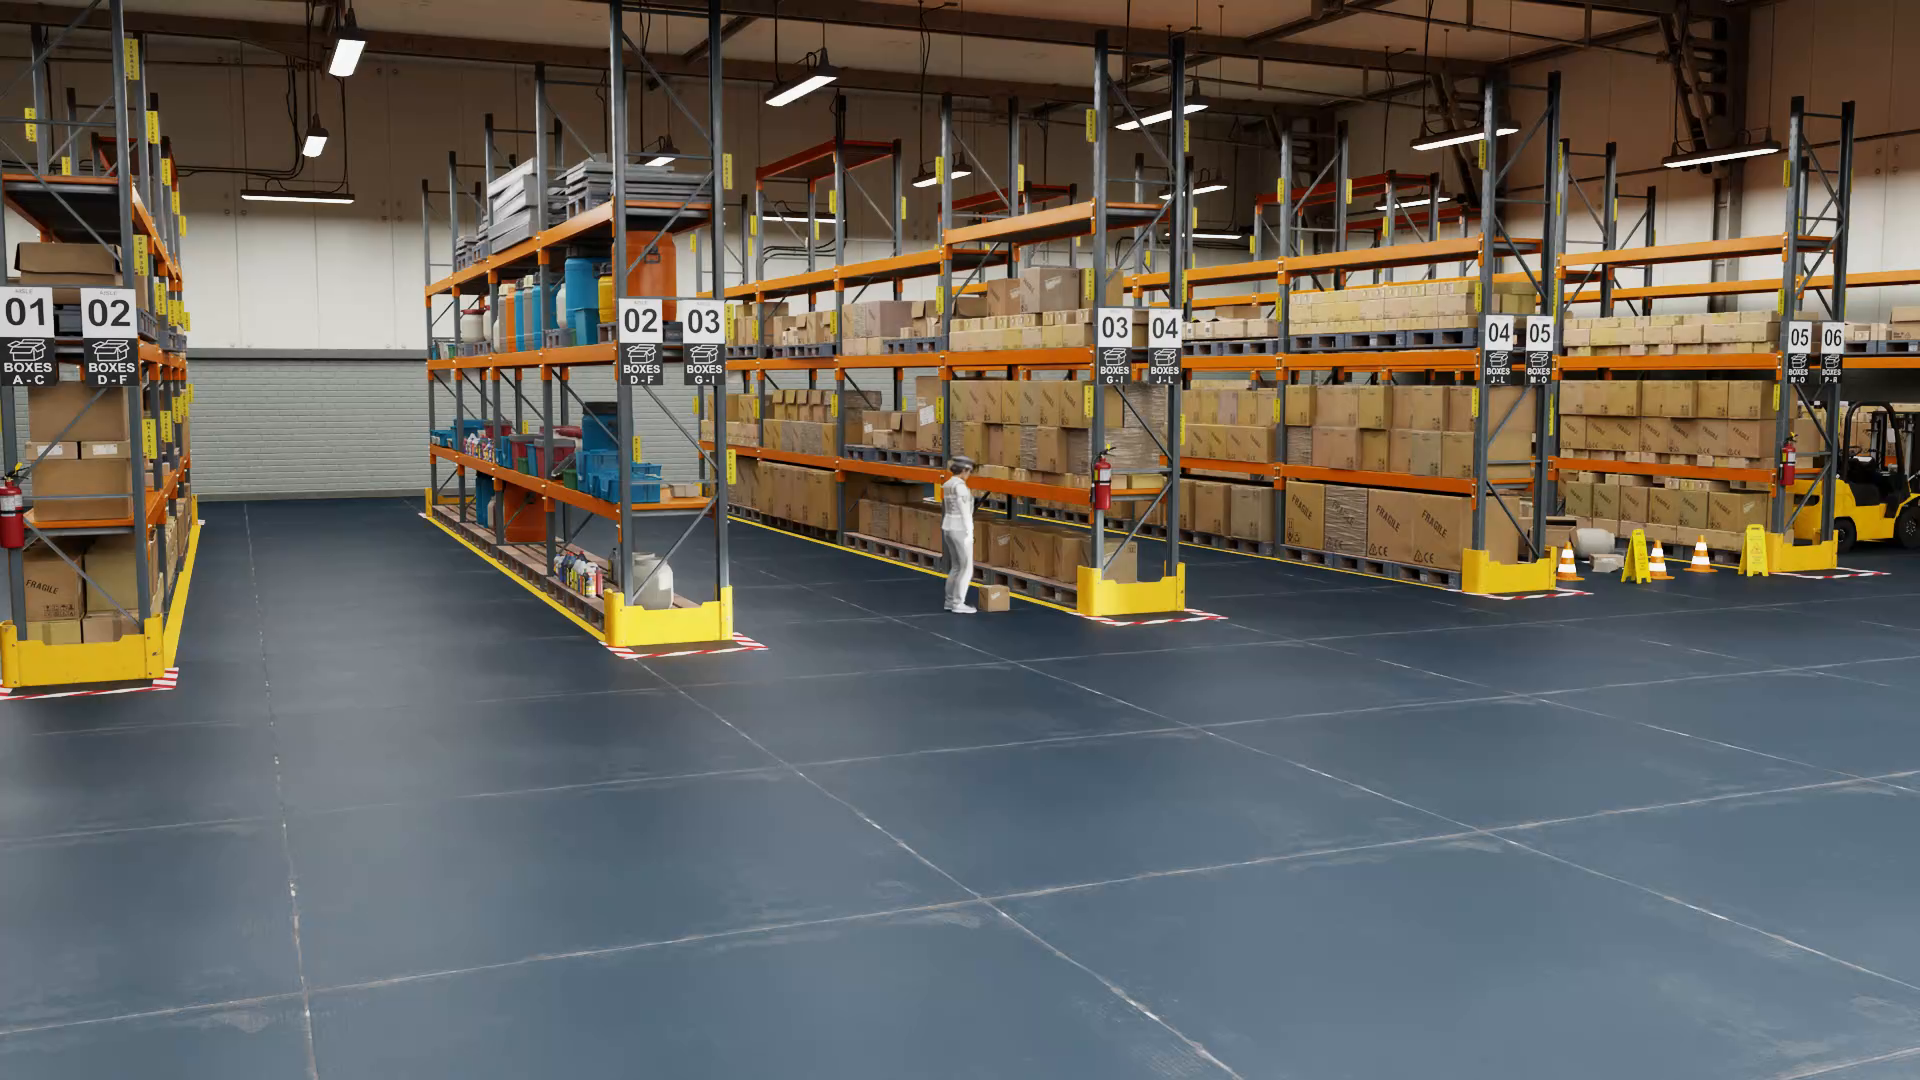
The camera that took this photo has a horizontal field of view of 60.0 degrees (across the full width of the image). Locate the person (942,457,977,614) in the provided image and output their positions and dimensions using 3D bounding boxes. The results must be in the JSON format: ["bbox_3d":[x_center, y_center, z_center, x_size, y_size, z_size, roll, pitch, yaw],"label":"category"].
[{"bbox_3d":[-0.010,-0.056,17.677,0.352,1.656,0.479,-2,6,-23],"label":"person"}]
